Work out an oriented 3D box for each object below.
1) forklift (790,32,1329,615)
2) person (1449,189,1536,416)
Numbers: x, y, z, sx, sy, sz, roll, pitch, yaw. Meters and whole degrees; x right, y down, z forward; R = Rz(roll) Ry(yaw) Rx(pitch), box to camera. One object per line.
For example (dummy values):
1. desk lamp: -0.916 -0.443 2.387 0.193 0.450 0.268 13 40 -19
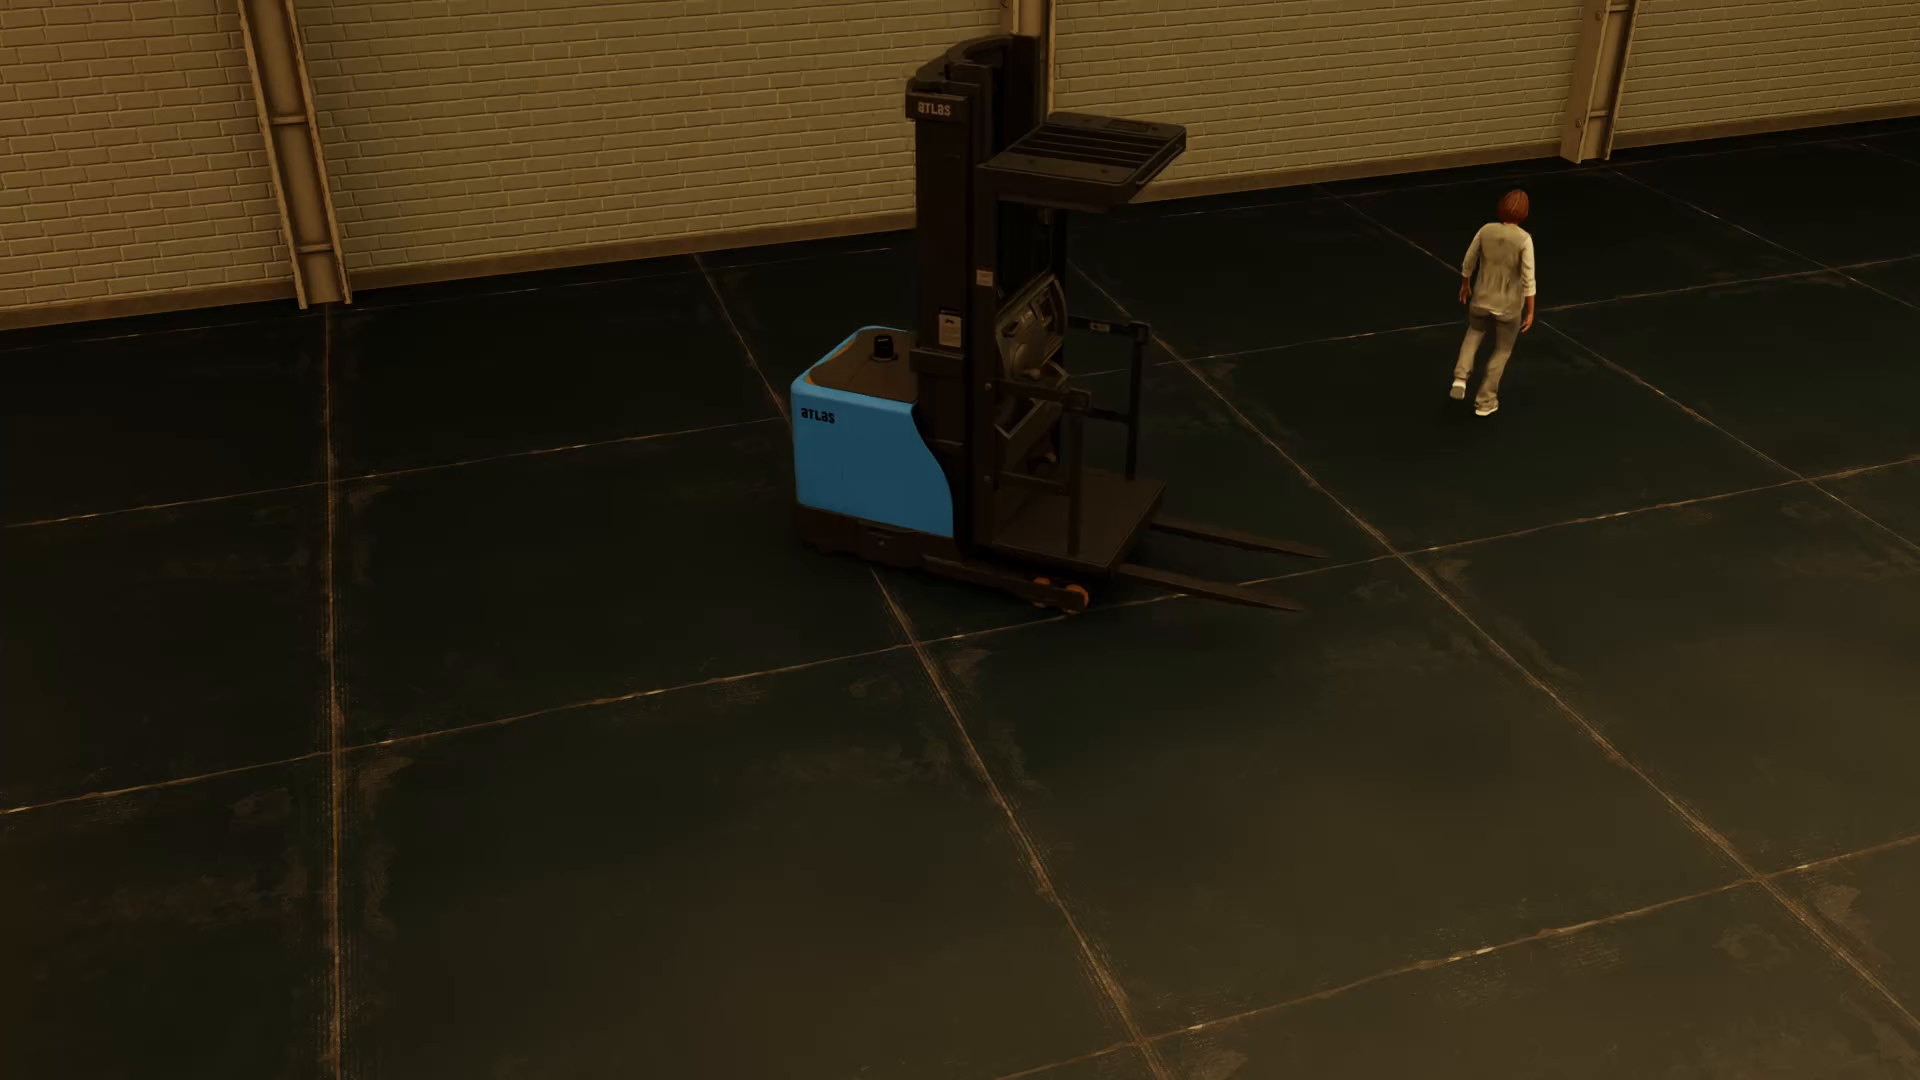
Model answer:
1. forklift: 0.579 -1.154 9.093 3.031 2.935 1.130 12 32 20
2. person: 3.625 -1.602 11.233 0.566 1.577 0.419 21 36 31
